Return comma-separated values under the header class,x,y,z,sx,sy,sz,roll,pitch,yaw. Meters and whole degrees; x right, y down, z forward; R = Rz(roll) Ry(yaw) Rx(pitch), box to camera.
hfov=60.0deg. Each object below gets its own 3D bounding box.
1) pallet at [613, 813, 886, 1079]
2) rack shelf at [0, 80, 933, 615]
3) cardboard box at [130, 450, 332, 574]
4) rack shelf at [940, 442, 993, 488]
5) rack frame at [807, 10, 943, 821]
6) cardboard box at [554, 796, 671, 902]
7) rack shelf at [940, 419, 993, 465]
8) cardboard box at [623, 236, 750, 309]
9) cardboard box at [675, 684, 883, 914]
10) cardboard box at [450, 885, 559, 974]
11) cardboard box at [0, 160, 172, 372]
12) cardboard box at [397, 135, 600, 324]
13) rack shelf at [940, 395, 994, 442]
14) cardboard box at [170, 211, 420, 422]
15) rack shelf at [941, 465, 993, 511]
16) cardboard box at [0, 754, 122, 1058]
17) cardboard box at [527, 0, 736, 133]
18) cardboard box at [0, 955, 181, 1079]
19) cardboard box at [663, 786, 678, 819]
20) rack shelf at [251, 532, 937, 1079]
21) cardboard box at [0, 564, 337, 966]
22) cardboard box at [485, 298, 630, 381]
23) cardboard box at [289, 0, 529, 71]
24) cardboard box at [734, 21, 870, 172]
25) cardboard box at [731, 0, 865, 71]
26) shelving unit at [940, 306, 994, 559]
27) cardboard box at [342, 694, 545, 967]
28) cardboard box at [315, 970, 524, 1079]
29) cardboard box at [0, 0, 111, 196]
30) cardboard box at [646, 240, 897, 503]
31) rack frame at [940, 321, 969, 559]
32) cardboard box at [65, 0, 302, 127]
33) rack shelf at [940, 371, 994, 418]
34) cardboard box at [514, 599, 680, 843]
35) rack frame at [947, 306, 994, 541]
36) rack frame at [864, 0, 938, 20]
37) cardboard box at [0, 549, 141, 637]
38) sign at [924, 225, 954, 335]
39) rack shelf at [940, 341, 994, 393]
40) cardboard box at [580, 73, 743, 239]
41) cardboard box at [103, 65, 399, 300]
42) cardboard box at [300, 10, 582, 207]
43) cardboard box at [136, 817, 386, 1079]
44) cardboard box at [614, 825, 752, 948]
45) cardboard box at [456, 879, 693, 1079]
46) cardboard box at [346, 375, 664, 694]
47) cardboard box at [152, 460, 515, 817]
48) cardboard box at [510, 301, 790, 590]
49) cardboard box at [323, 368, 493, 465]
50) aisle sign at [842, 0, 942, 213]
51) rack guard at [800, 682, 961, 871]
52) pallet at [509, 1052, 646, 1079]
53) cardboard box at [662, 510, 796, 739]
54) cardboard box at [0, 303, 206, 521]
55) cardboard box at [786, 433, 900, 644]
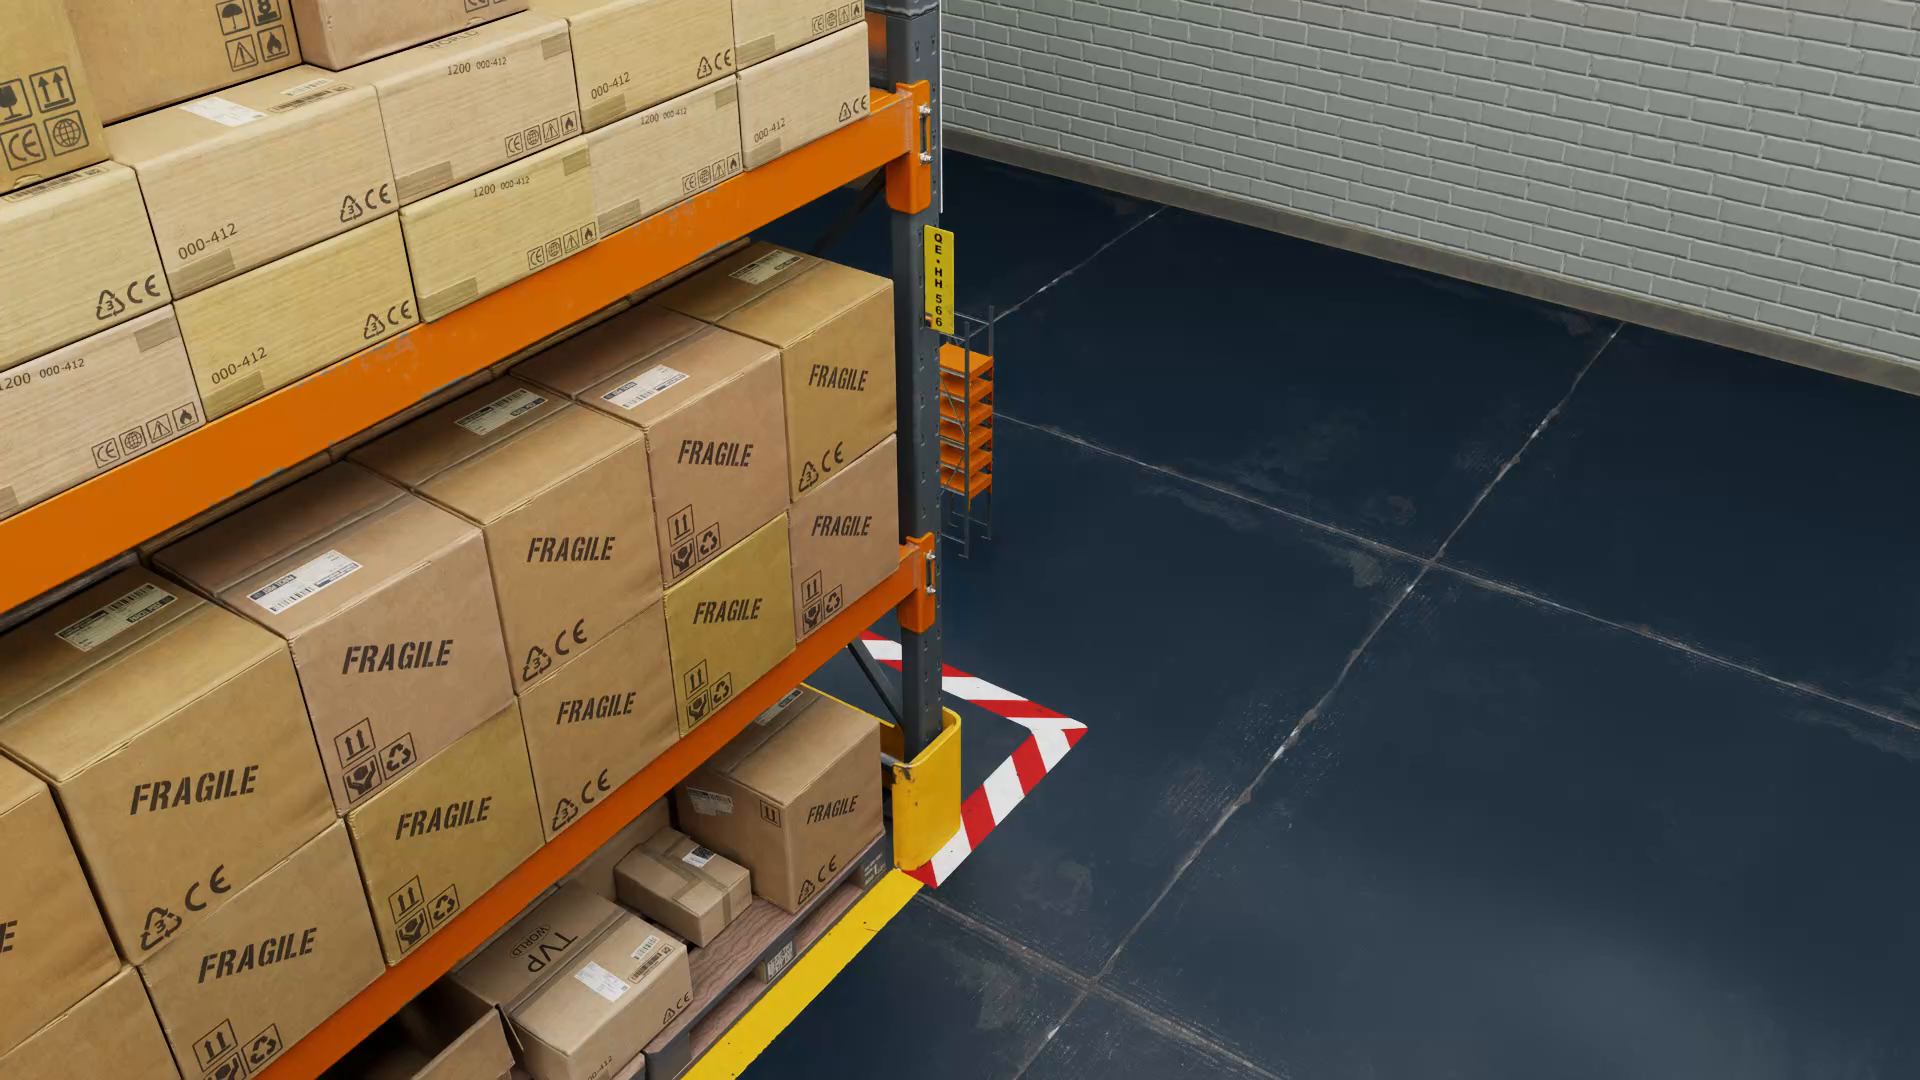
class,x,y,z,sx,sy,sz,roll,pitch,yaw
pallet,-1.003,1.220,5.757,1.003,0.211,1.213,21,39,28
rack shelf,-1.646,-0.361,3.571,1.077,0.370,4.000,21,39,28
cardboard box,-1.845,0.033,4.041,0.500,0.500,0.500,21,39,28
rack shelf,-0.008,-0.354,7.496,0.258,0.103,0.180,21,39,28
rack frame,-0.506,-0.337,5.571,1.000,3.000,0.127,21,39,28
cardboard box,-1.334,1.010,5.641,0.500,0.250,0.500,21,39,28
rack shelf,-0.008,-0.454,7.429,0.258,0.103,0.180,21,39,28
cardboard box,-0.975,-0.673,5.085,0.500,0.500,0.500,23,40,30
cardboard box,-0.613,0.845,5.661,0.500,0.500,0.500,21,39,28
cardboard box,-1.619,1.240,5.301,0.500,0.250,0.500,21,39,28
cardboard box,-1.727,-0.485,2.800,0.500,0.250,0.500,21,39,28
cardboard box,-1.150,-0.736,3.617,0.500,0.250,0.500,21,39,28
rack shelf,-0.008,-0.553,7.362,0.258,0.103,0.180,21,39,28
cardboard box,-1.449,-0.511,3.284,0.500,0.250,0.500,21,39,28
rack shelf,-0.008,-0.255,7.563,0.258,0.103,0.180,21,39,28
cardboard box,-1.993,0.684,3.079,0.500,0.500,0.500,20,39,27
cardboard box,-0.874,-1.176,3.822,0.500,0.250,0.500,21,39,28
cardboard box,-1.983,1.078,3.389,0.500,0.500,0.500,22,40,29
cardboard box,-1.169,0.852,5.948,0.380,0.166,0.250,21,39,28
rack shelf,-1.646,0.881,4.411,1.077,0.370,4.000,21,39,28
cardboard box,-1.699,0.447,3.429,0.500,0.500,0.500,20,39,27
cardboard box,-1.267,-0.430,4.726,0.500,0.500,0.500,22,40,29
cardboard box,-1.337,-1.326,3.374,0.700,0.500,0.500,21,39,28
cardboard box,-0.582,-1.197,4.298,0.500,0.250,0.500,21,39,28
cardboard box,-0.589,-1.407,4.162,0.500,0.250,0.500,21,39,28
shelving unit,-0.008,-0.490,7.404,0.258,1.200,0.189,21,39,28
cardboard box,-1.407,0.614,4.075,0.500,0.500,0.500,21,39,28
cardboard box,-1.719,1.489,4.706,0.797,0.503,0.637,21,39,28
cardboard box,-1.859,-0.847,2.666,0.700,0.500,0.500,21,39,28
cardboard box,-0.534,-0.500,4.830,0.500,0.500,0.500,21,39,28
rack frame,-0.060,-0.448,7.342,0.240,1.200,0.006,21,39,28
cardboard box,-1.699,-1.126,3.078,0.700,0.500,0.500,21,39,28
rack shelf,-0.008,-0.652,7.294,0.258,0.103,0.180,21,39,28
cardboard box,-1.119,0.382,4.418,0.500,0.500,0.500,22,40,29
rack frame,0.044,-0.532,7.466,0.240,1.200,0.006,21,39,28
rack frame,-0.506,-2.822,3.890,1.000,3.000,0.127,21,39,28
cardboard box,-2.133,0.264,3.700,0.500,0.500,0.500,22,40,29
sign,-0.061,-0.761,4.882,0.100,0.325,0.005,21,39,28
rack shelf,-0.008,-0.752,7.227,0.258,0.103,0.180,21,39,28
cardboard box,-0.876,-0.970,3.963,0.500,0.250,0.500,21,39,28
cardboard box,-1.442,-0.715,3.140,0.500,0.250,0.500,21,39,28
cardboard box,-1.162,-0.948,3.483,0.500,0.250,0.500,21,39,28
cardboard box,-1.695,0.849,3.728,0.500,0.500,0.500,21,39,28
cardboard box,-0.918,1.141,5.522,0.380,0.166,0.250,21,39,28
cardboard box,-1.180,1.376,5.099,0.500,0.250,0.500,21,39,28
cardboard box,-1.113,-0.027,4.130,0.500,0.500,0.500,22,40,29
cardboard box,-1.406,0.209,3.781,0.500,0.500,0.500,23,40,30
cardboard box,-0.821,-0.267,4.486,0.500,0.500,0.500,22,40,29
cardboard box,-1.556,-0.201,4.388,0.500,0.500,0.500,22,40,29
aisle sign,-0.215,-1.347,4.744,0.394,0.787,0.004,21,39,28
rack guard,-0.549,0.733,6.219,1.175,0.500,0.348,21,39,28
pallet,-1.699,1.780,4.930,1.003,0.211,1.213,21,39,28
cardboard box,-0.830,0.155,4.755,0.500,0.500,0.500,22,40,29
cardboard box,-1.731,-0.280,2.942,0.500,0.250,0.500,21,39,28
cardboard box,-0.537,-0.085,5.109,0.500,0.500,0.500,23,40,30
